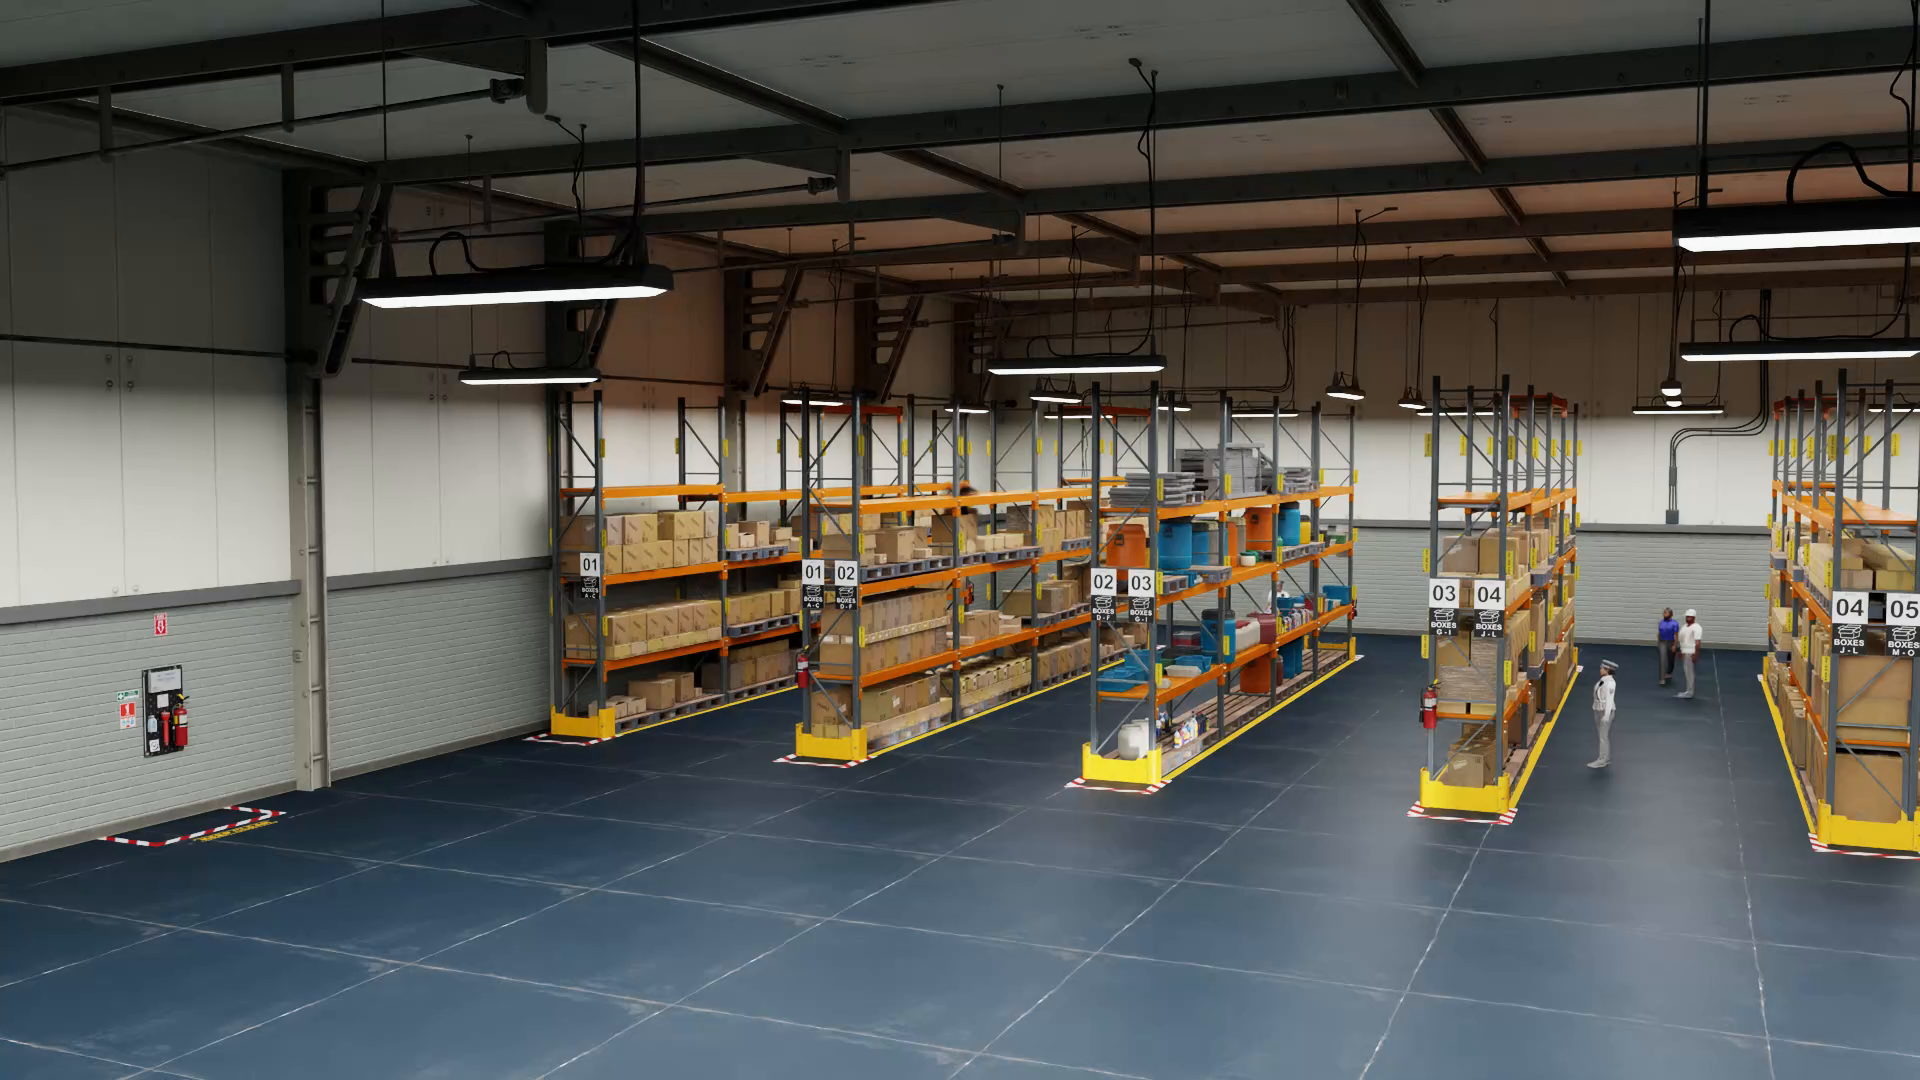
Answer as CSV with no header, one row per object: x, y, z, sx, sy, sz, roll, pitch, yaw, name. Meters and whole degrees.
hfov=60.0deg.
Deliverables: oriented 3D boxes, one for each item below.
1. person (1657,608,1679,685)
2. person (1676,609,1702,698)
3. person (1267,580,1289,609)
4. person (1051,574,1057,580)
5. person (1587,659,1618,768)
15.038,2.239,35.344,0.414,1.605,0.951,1,3,17,person
14.645,2.275,33.452,0.451,1.768,0.594,1,3,11,person
7.873,1.860,41.006,0.557,1.752,0.630,0,3,-8,person
2.410,1.749,42.955,0.659,1.740,0.932,-1,3,-22,person
10.066,2.717,26.150,0.543,1.681,0.481,-1,3,-11,person
